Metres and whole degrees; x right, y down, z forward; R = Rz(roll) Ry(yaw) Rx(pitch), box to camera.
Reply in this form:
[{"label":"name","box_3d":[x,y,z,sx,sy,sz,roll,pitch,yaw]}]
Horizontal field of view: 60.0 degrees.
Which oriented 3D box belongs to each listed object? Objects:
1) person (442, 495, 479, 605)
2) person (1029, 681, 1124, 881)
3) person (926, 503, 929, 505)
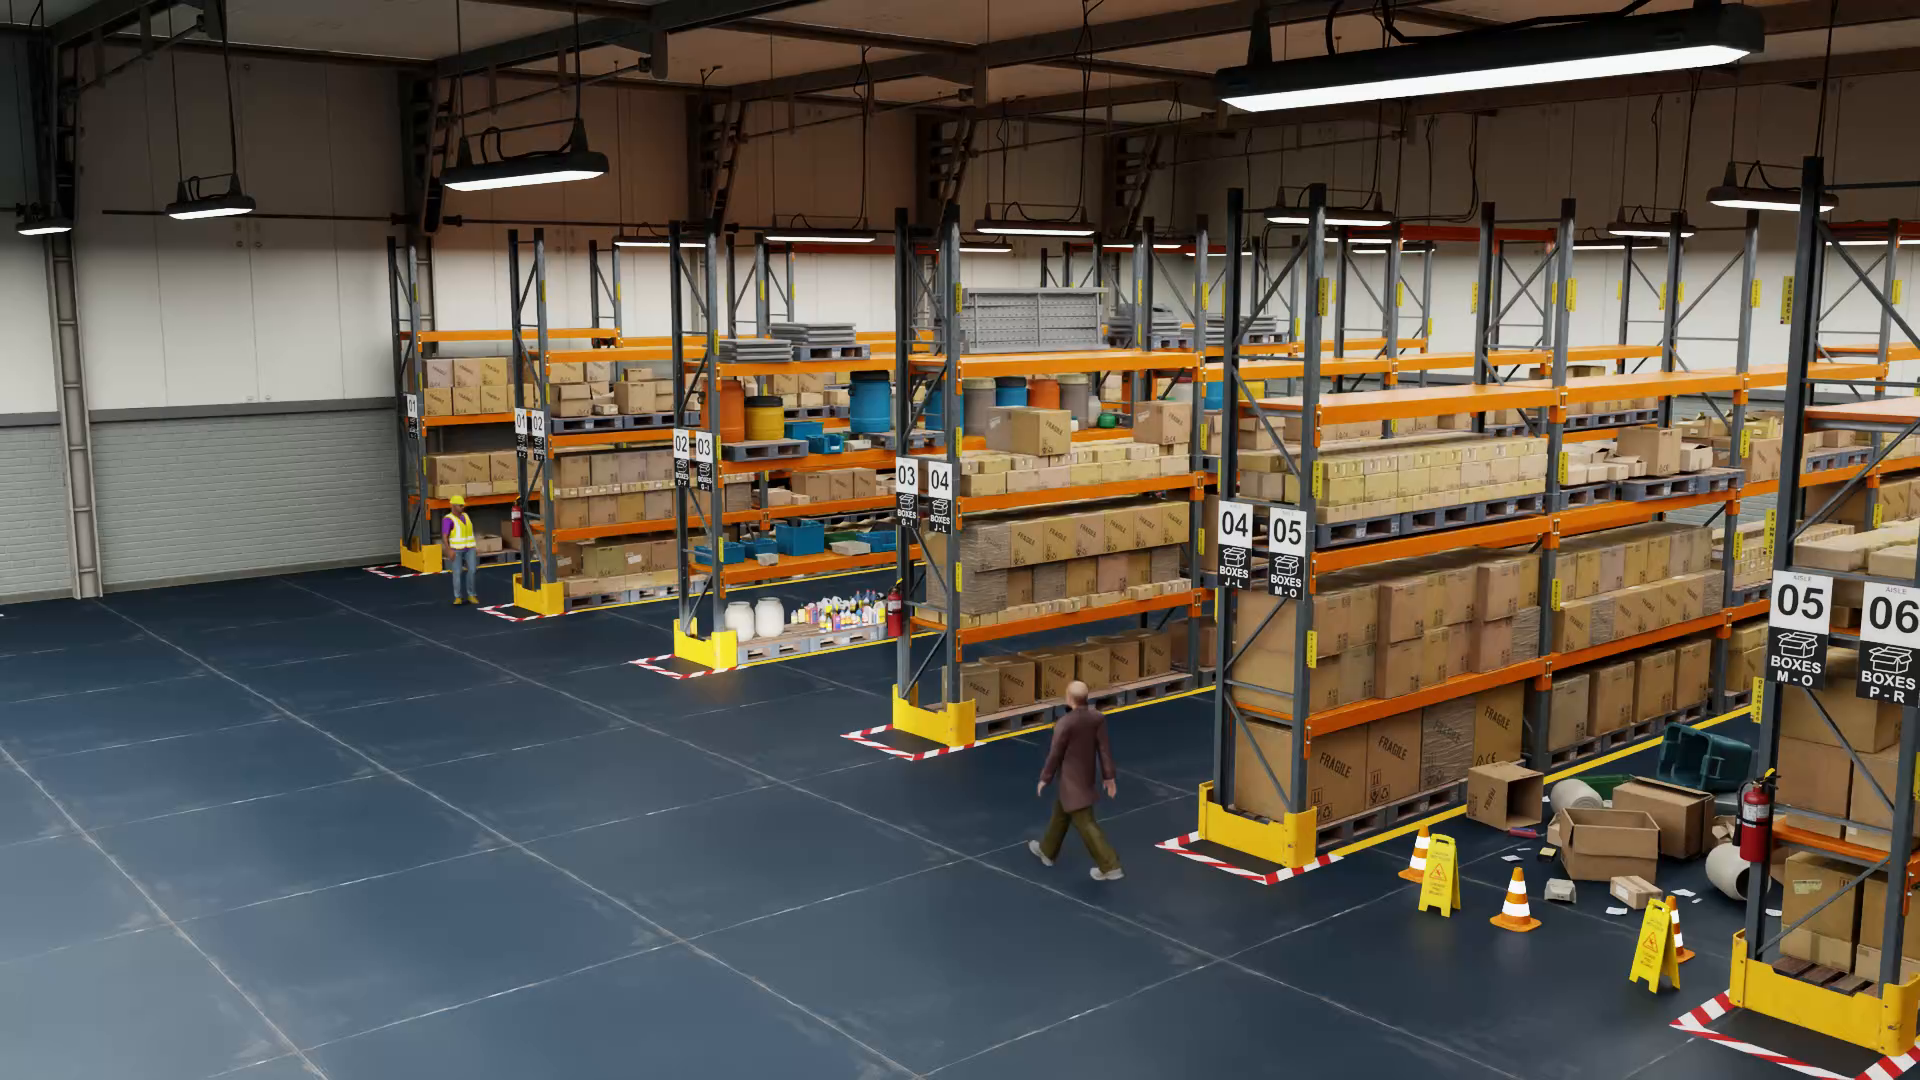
[{"label":"person","box_3d":[-8.082,0.175,26.974,0.638,1.814,0.570,-6,11,-34]},{"label":"person","box_3d":[0.988,2.087,14.528,1.110,1.738,0.550,5,10,31]},{"label":"person","box_3d":[-0.449,-0.943,34.332,0.846,1.780,0.696,-6,11,-35]}]
